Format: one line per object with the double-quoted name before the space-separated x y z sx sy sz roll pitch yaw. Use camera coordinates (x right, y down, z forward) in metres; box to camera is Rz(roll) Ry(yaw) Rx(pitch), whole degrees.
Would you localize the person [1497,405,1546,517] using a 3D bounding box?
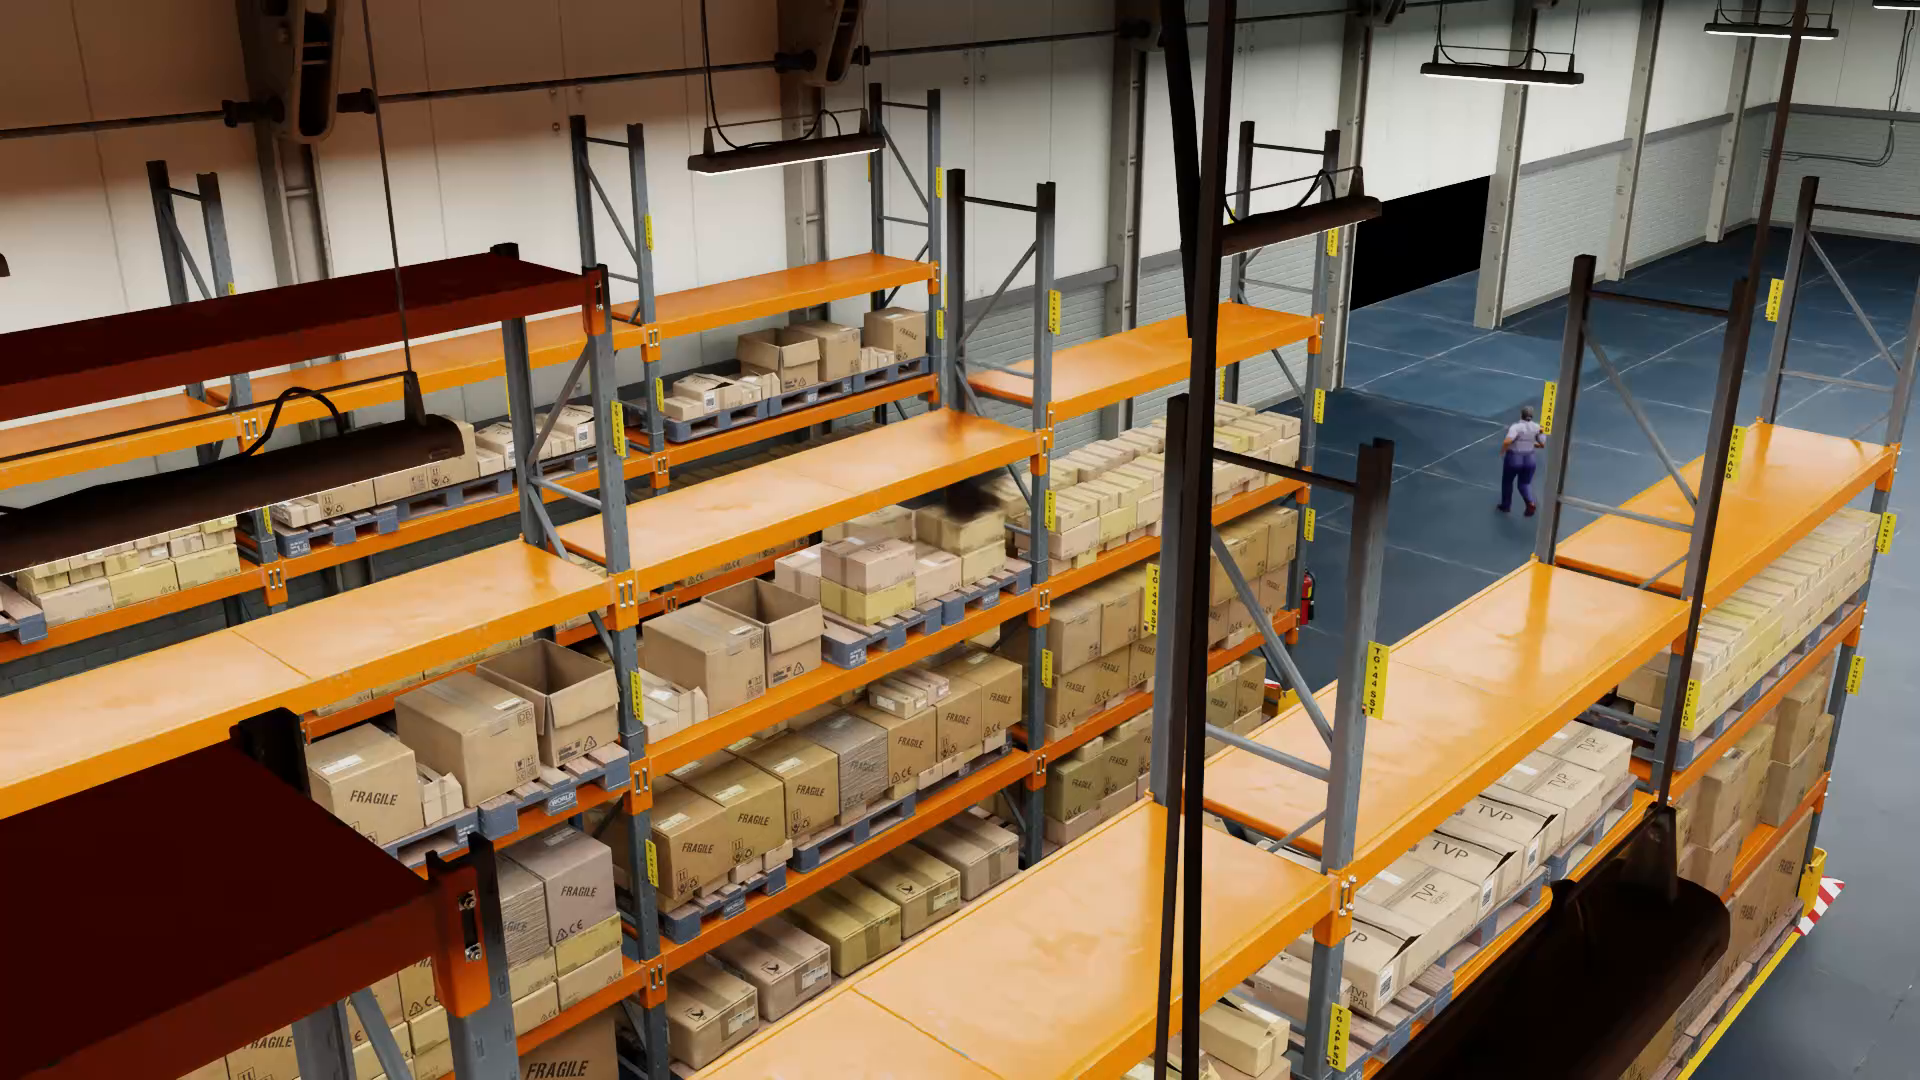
"person" 7.569 -1.057 22.508 0.621 1.614 0.932 0 21 0
